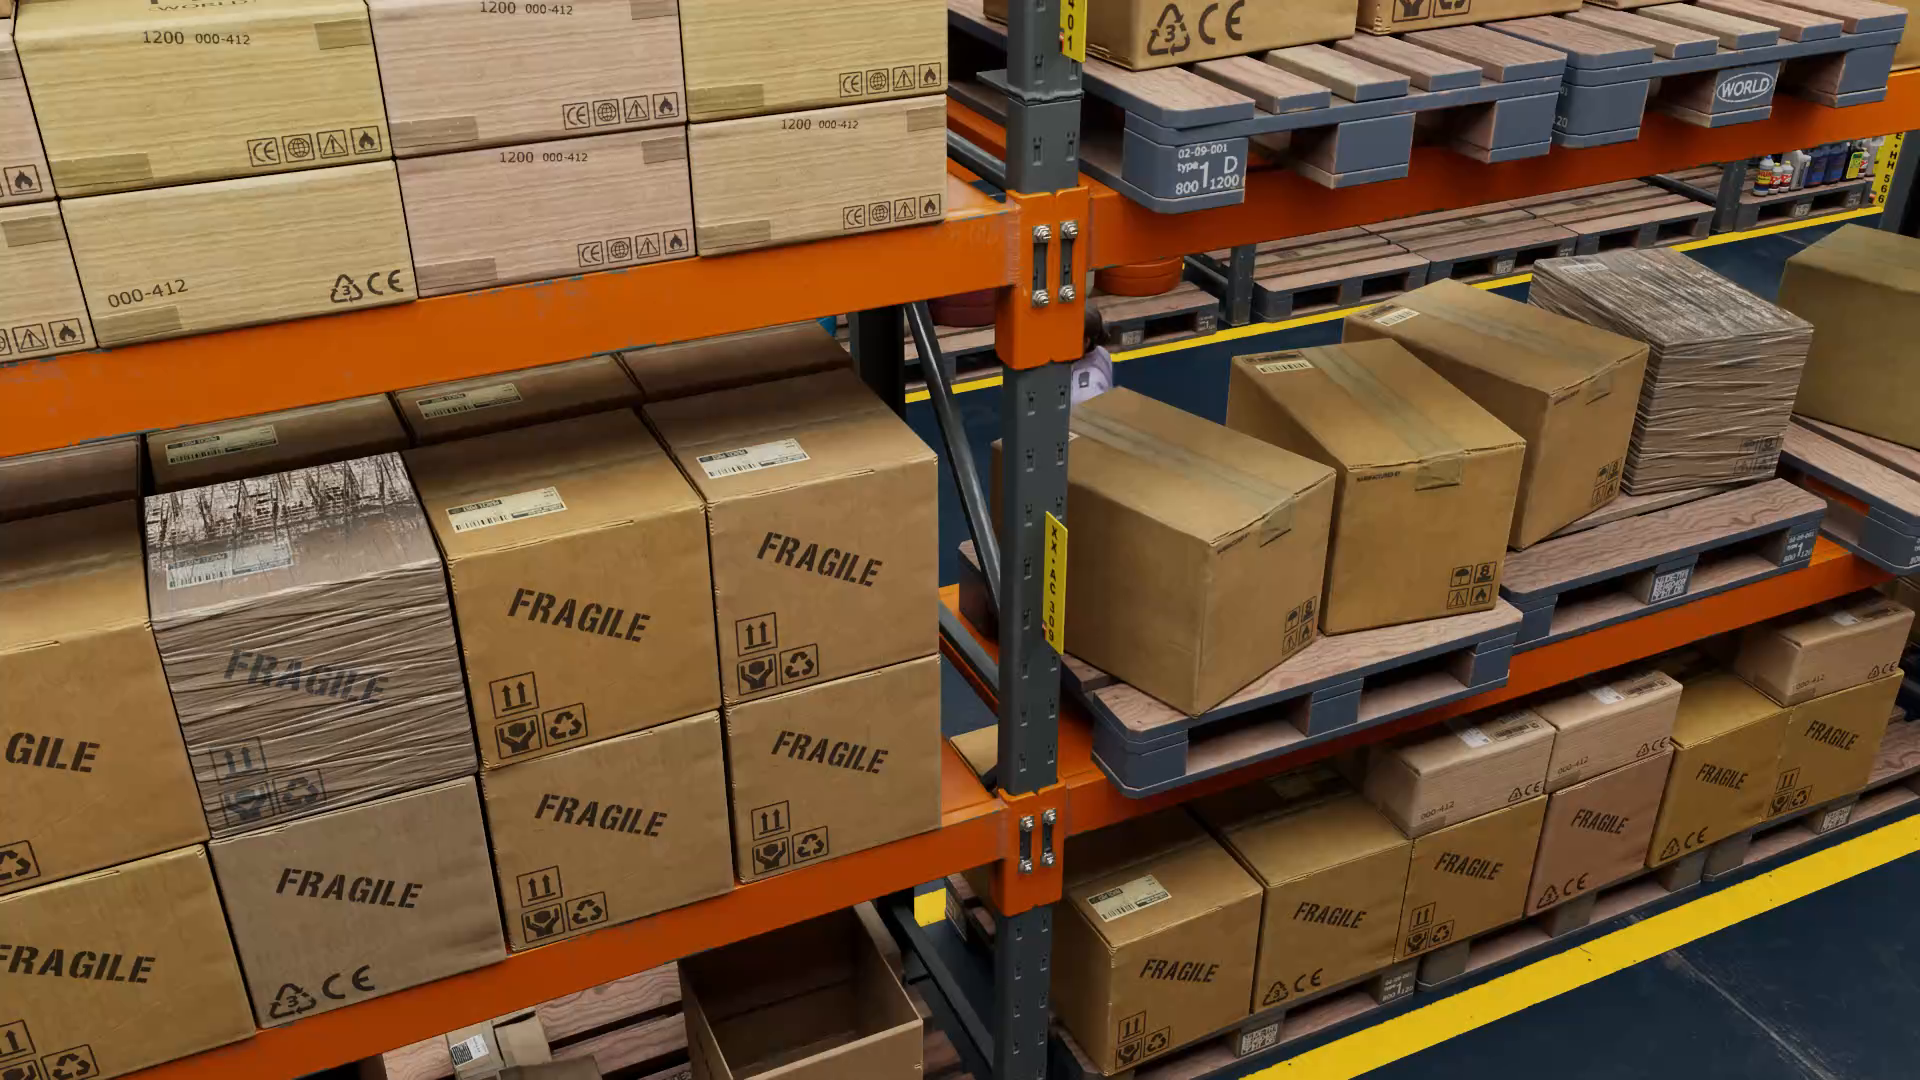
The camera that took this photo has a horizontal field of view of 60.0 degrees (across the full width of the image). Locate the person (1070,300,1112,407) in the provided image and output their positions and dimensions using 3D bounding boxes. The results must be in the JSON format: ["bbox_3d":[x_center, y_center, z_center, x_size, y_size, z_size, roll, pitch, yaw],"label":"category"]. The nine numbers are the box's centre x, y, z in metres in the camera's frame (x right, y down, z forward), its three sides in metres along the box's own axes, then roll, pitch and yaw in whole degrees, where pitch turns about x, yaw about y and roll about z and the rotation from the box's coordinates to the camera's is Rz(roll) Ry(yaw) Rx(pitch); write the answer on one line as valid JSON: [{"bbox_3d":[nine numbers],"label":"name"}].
[{"bbox_3d":[0.558,-0.178,6.462,0.553,1.634,0.541,6,30,10],"label":"person"}]
